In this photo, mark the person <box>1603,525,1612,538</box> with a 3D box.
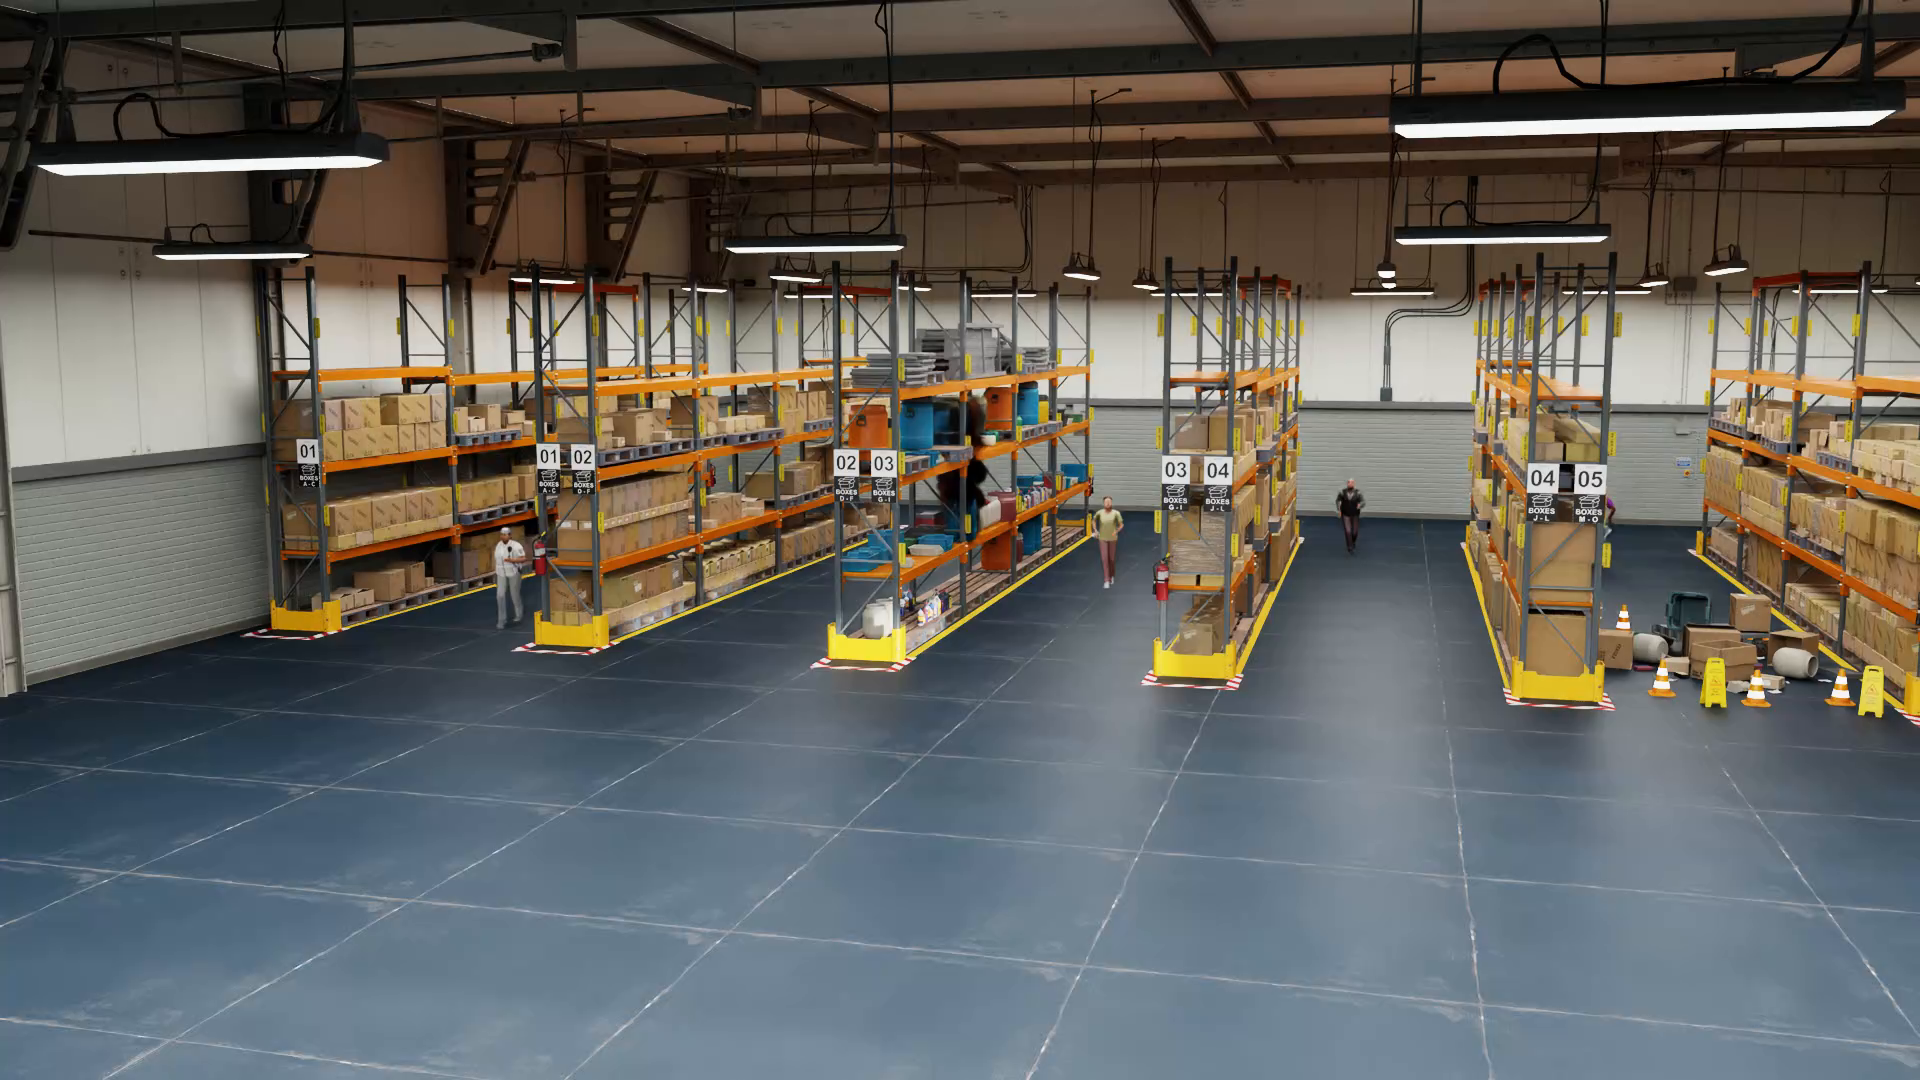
[{"bbox_3d":[14.624,-0.713,38.717,1.085,1.659,0.567,2,8,15],"label":"person"}]

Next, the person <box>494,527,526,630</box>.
[{"bbox_3d":[-7.588,0.629,28.116,0.581,1.721,0.814,1,7,7],"label":"person"}]

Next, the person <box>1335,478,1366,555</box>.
[{"bbox_3d":[8.716,-0.529,37.208,0.625,1.721,0.802,1,7,10],"label":"person"}]

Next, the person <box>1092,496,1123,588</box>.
[{"bbox_3d":[2.708,0.018,30.594,0.587,1.674,0.701,1,7,8],"label":"person"}]

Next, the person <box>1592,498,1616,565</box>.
[{"bbox_3d":[13.421,-0.333,35.228,0.668,1.787,0.720,-1,7,-6],"label":"person"}]
